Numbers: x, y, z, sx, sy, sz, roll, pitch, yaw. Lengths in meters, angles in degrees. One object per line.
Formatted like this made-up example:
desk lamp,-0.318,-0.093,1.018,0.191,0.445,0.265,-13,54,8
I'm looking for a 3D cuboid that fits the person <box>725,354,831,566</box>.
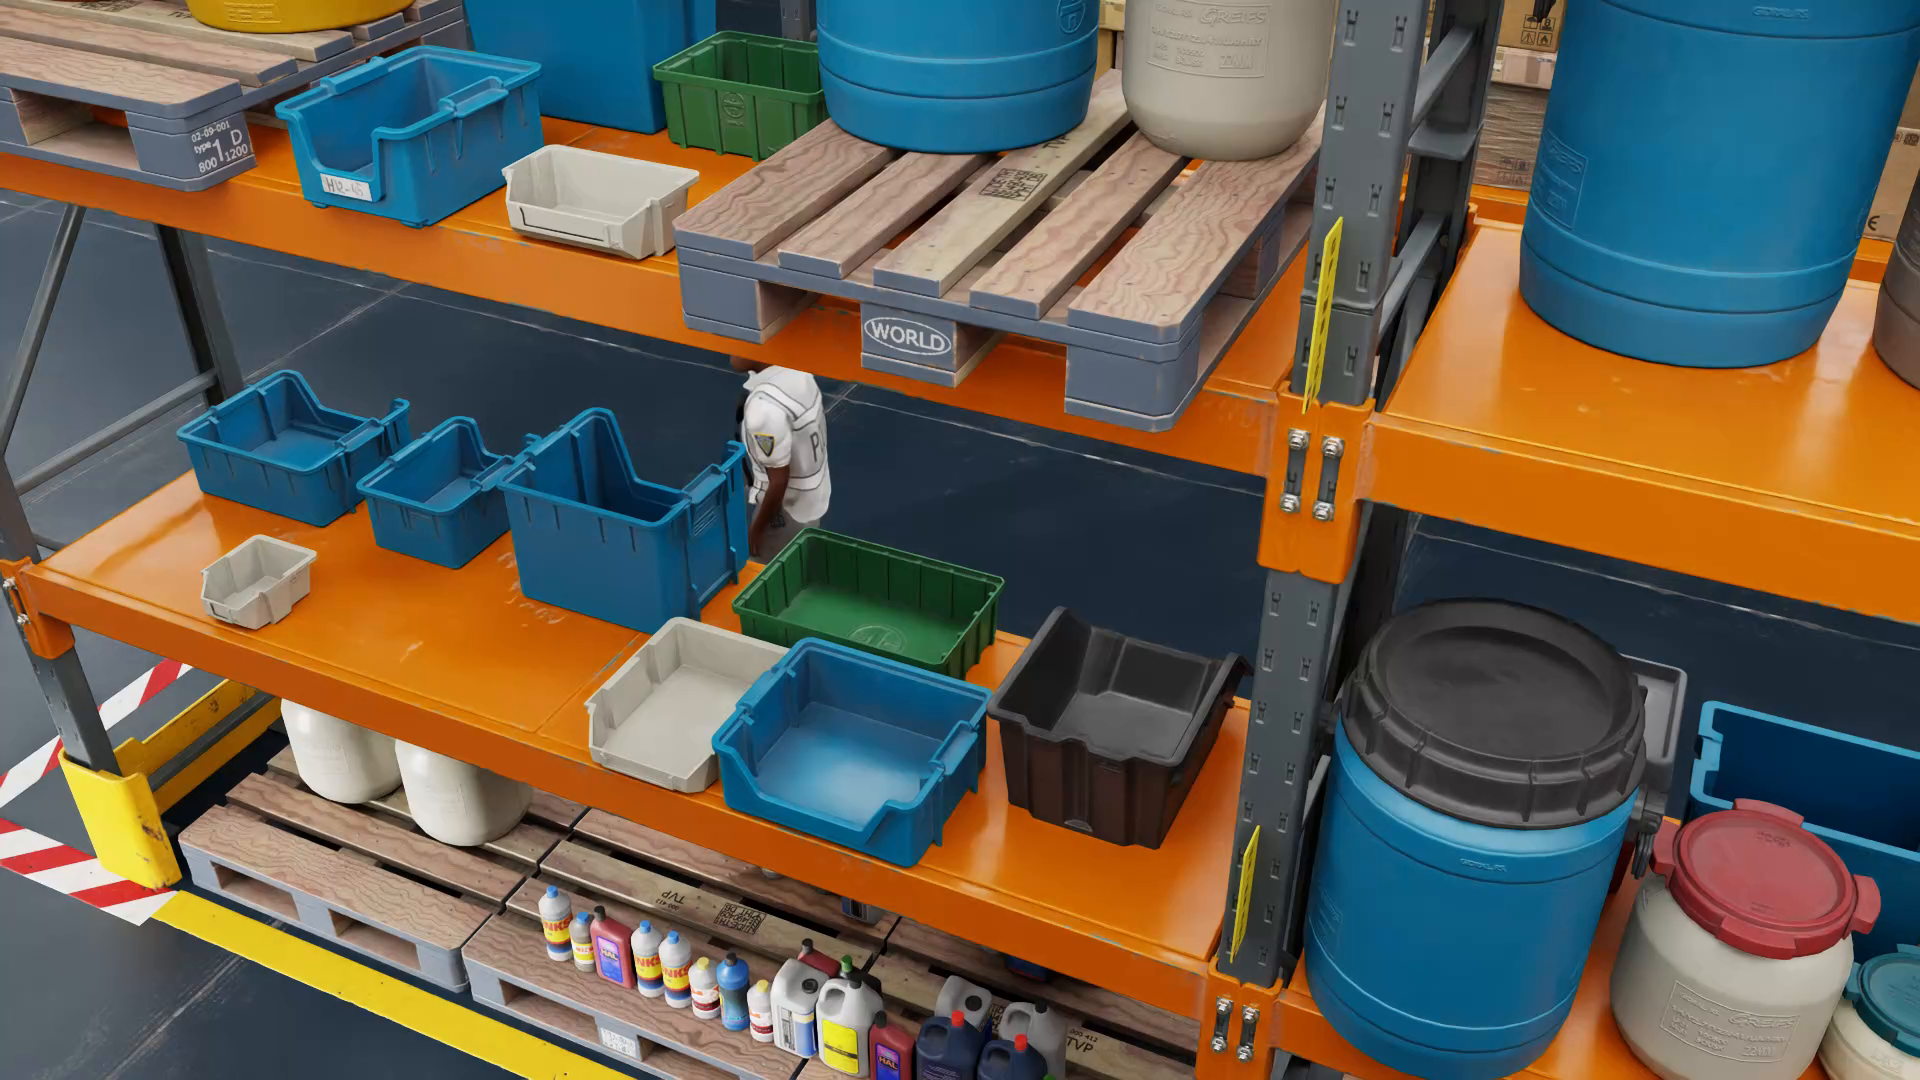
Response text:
person,-0.705,-0.140,6.346,0.424,1.665,0.498,3,34,4
